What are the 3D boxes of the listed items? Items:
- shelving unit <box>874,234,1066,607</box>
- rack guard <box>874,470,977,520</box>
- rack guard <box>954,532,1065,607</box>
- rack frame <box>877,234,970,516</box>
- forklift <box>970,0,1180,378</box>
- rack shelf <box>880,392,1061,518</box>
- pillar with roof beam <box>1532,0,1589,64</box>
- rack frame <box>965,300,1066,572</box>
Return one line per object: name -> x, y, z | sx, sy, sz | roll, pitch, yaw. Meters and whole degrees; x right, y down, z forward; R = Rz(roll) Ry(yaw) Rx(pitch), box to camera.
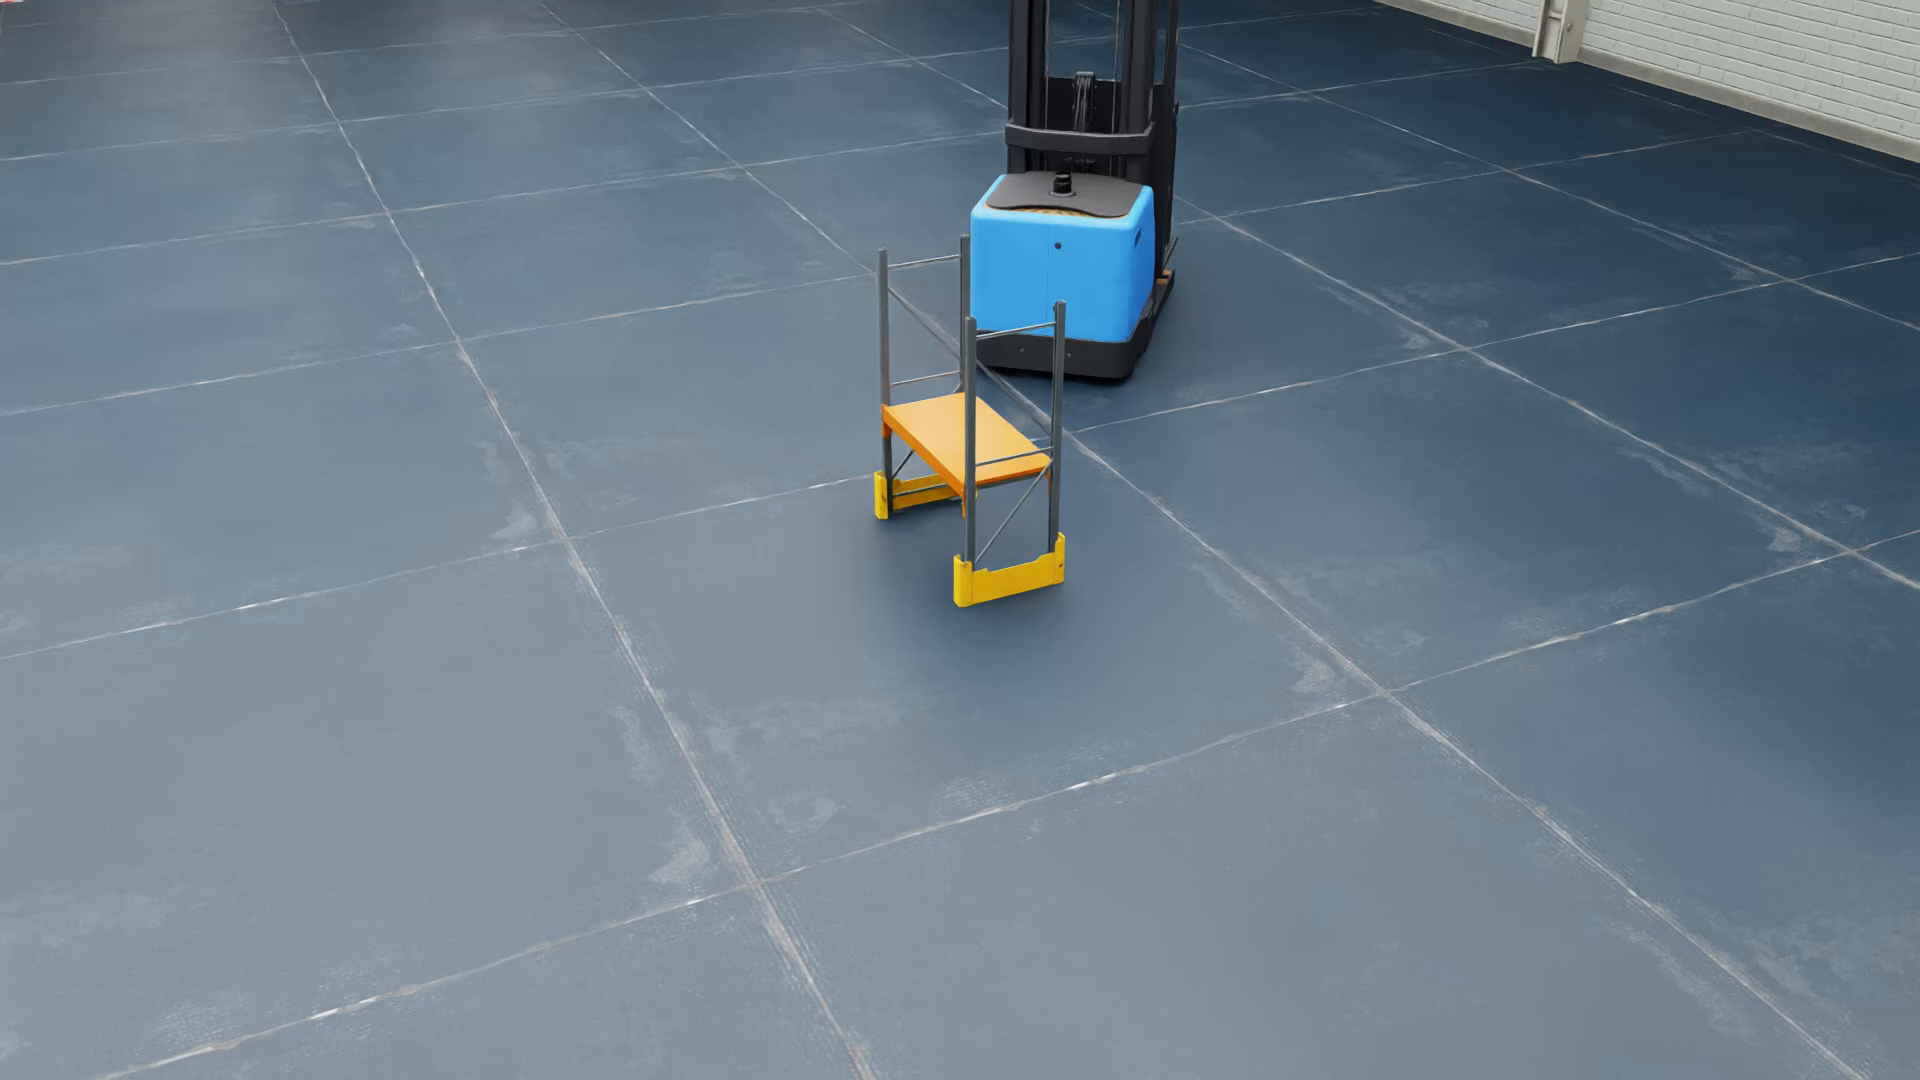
shelving unit -> 0.033, -0.620, 8.323 | 0.587, 1.500, 1.083 | -13, 32, -22
rack guard -> -0.181, -0.295, 9.021 | 0.587, 0.250, 0.087 | -13, 32, -22
rack guard -> 0.247, 0.145, 8.236 | 0.587, 0.250, 0.087 | -13, 32, -22
rack frame -> -0.182, -0.841, 8.716 | 0.500, 1.500, 0.032 | -13, 32, -22
forklift -> 0.918, -2.996, 11.097 | 1.130, 2.935, 3.031 | 7, 30, 13
rack shelf -> 0.037, -0.460, 8.404 | 0.538, 0.185, 1.000 | -13, 32, -22
pillar with roof beam -> 2.590, -8.264, 14.287 | 9.100, 9.000, 0.400 | -13, 32, -22
rack frame -> 0.255, -0.392, 7.916 | 0.500, 1.500, 0.032 | -13, 32, -22
